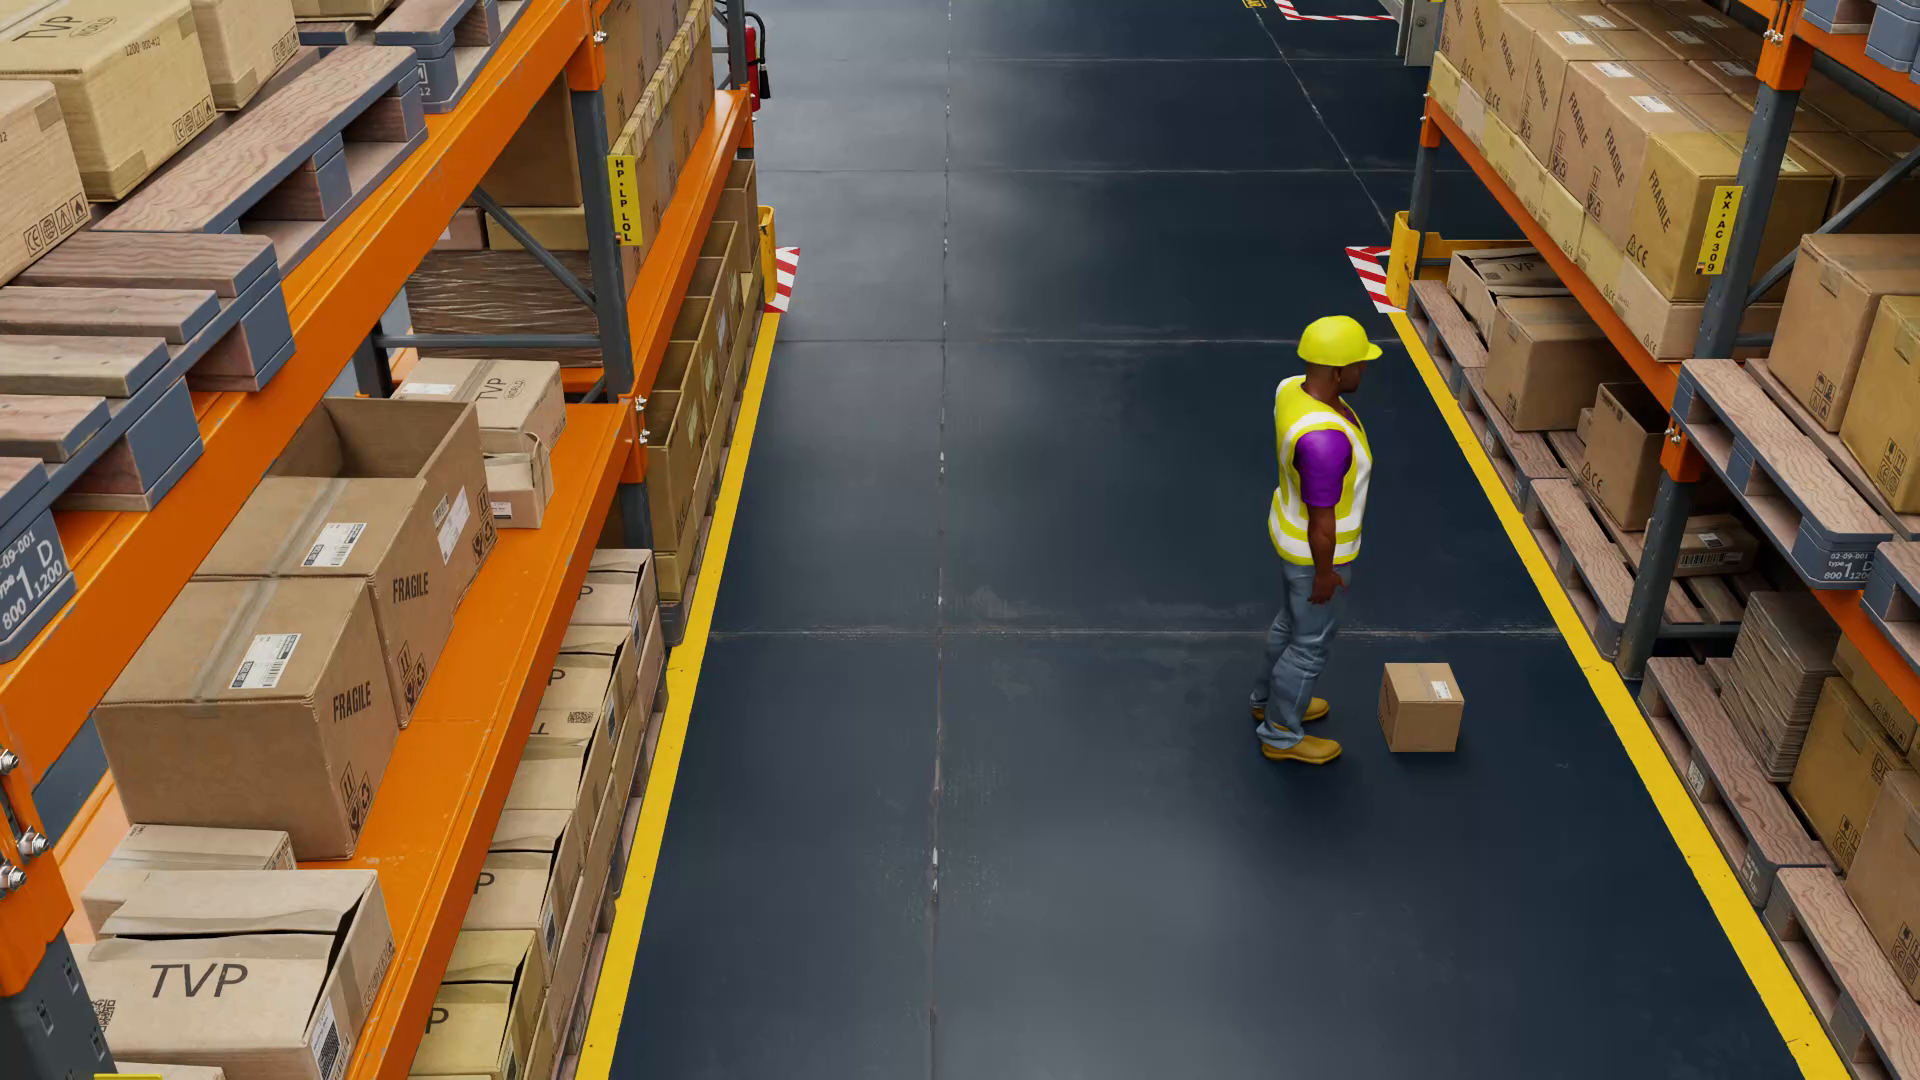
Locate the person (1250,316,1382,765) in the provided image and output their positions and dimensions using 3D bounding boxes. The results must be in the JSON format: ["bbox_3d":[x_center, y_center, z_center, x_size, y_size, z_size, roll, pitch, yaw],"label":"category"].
[{"bbox_3d":[1.298,-0.001,6.116,0.358,1.762,0.563,1,31,1],"label":"person"}]
